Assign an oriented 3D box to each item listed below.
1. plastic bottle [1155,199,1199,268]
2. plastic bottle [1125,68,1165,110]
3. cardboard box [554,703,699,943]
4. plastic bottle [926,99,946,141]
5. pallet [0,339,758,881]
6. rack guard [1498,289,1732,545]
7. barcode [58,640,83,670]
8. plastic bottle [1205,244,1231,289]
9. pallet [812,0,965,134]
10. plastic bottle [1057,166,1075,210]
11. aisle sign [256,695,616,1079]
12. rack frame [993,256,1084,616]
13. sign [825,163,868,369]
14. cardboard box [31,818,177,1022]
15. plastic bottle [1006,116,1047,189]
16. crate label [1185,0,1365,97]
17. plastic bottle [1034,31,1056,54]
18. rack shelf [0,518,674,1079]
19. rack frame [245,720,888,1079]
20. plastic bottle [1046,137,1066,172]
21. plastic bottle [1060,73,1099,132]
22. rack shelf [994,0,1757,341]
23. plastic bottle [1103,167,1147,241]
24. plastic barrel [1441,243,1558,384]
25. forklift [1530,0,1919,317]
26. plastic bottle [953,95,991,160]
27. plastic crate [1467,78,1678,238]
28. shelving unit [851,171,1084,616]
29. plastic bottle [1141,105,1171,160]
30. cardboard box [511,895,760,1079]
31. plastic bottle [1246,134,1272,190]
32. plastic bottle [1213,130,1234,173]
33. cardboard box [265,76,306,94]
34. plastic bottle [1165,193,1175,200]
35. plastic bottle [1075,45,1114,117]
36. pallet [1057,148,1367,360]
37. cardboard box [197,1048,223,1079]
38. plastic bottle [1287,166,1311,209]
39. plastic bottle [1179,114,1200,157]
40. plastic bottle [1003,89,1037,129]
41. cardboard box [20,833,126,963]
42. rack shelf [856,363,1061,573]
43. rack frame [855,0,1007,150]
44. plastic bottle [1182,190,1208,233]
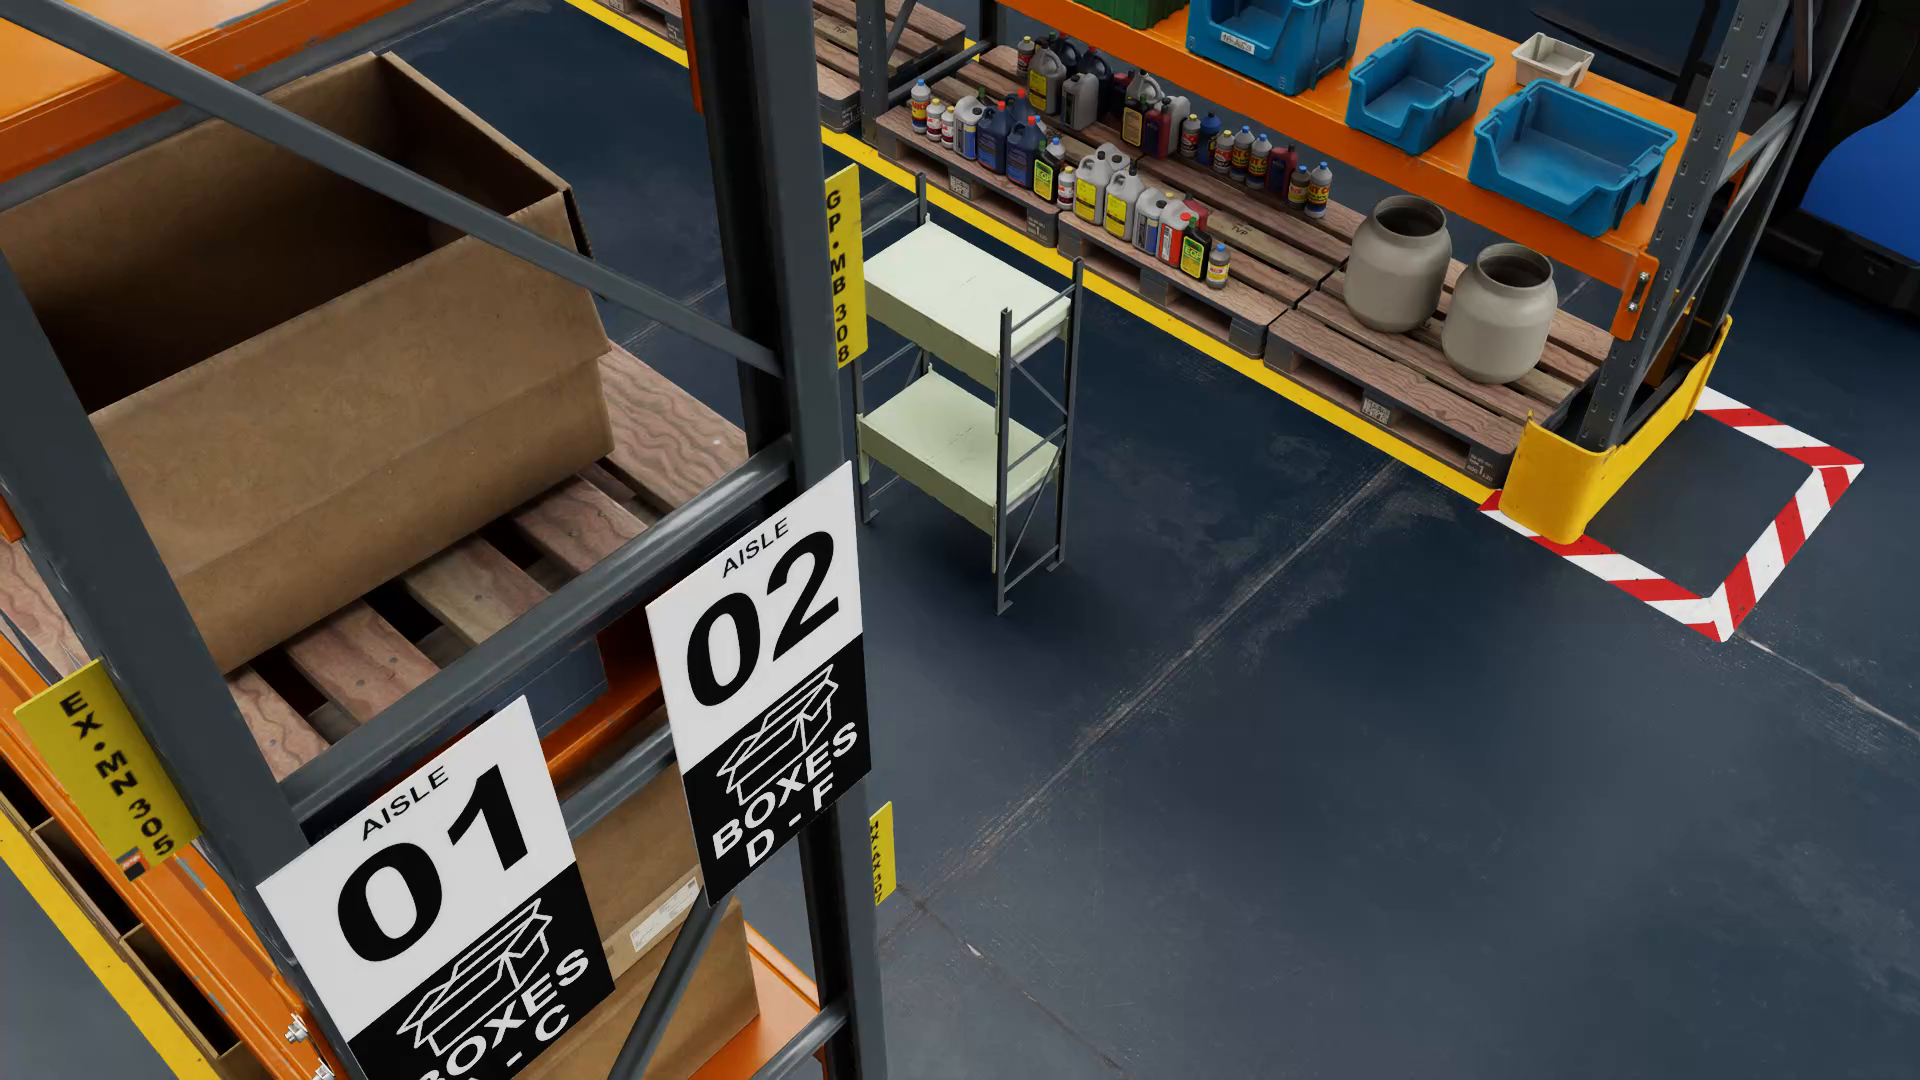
[{"bbox_3d":[0.995,-1.404,7.577,0.135,0.276,0.152,34,56,28],"label":"plastic bottle"},{"bbox_3d":[0.917,-2.176,8.251,0.185,0.351,0.144,34,55,27],"label":"plastic bottle"},{"bbox_3d":[-0.927,0.536,3.230,0.500,0.500,0.700,34,55,28],"label":"cardboard box"},{"bbox_3d":[-0.119,-2.101,8.283,0.097,0.201,0.097,0,47,0],"label":"plastic bottle"},{"bbox_3d":[-1.055,-0.081,2.772,1.213,0.211,1.003,34,55,28],"label":"pallet"},{"bbox_3d":[2.721,-0.530,6.905,0.348,0.500,1.175,34,55,28],"label":"rack guard"},{"bbox_3d":[-1.102,0.162,2.084,0.075,0.075,0.001,34,55,28],"label":"barcode"},{"bbox_3d":[1.162,-1.239,7.474,0.097,0.201,0.097,0,47,0],"label":"plastic bottle"},{"bbox_3d":[-0.734,-2.764,9.200,1.213,0.211,1.003,34,55,28],"label":"pallet"},{"bbox_3d":[0.512,-1.676,7.884,0.097,0.201,0.097,0,47,0],"label":"plastic bottle"},{"bbox_3d":[-0.704,0.579,2.366,0.004,0.787,0.394,34,55,28],"label":"aisle sign"},{"bbox_3d":[0.274,-0.329,6.030,0.023,1.500,0.400,34,55,28],"label":"rack frame"},{"bbox_3d":[-0.172,-0.369,2.327,0.005,0.325,0.100,34,55,28],"label":"sign"},{"bbox_3d":[-2.261,0.979,4.857,0.500,0.500,0.500,34,55,28],"label":"cardboard box"},{"bbox_3d":[0.320,-1.880,7.973,0.185,0.351,0.144,32,54,26],"label":"plastic bottle"},{"bbox_3d":[1.273,-2.150,6.687,0.616,0.435,0.502,34,55,28],"label":"crate label"},{"bbox_3d":[0.447,-2.511,8.611,0.061,0.283,0.133,-36,56,-29],"label":"plastic bottle"},{"bbox_3d":[-2.023,-0.491,3.589,4.000,0.370,1.077,34,55,28],"label":"rack shelf"},{"bbox_3d":[-0.553,1.279,3.492,0.127,3.000,1.000,34,55,28],"label":"rack frame"},{"bbox_3d":[0.453,-1.800,7.952,0.097,0.271,0.097,0,47,0],"label":"plastic bottle"},{"bbox_3d":[0.597,-2.218,8.342,0.135,0.276,0.152,34,55,28],"label":"plastic bottle"},{"bbox_3d":[1.339,-2.116,7.172,4.000,0.370,1.077,34,55,28],"label":"rack shelf"},{"bbox_3d":[0.769,-1.578,7.689,0.144,0.351,0.185,-36,56,-29],"label":"plastic bottle"},{"bbox_3d":[2.274,-0.950,7.003,0.421,0.512,0.421,0,47,0],"label":"plastic barrel"},{"bbox_3d":[3.988,-2.843,7.409,1.130,2.935,3.031,-35,56,-28],"label":"forklift"},{"bbox_3d":[0.063,-2.032,8.166,0.135,0.276,0.152,36,56,29],"label":"plastic bottle"},{"bbox_3d":[2.238,-1.409,6.118,0.616,0.251,0.499,34,55,28],"label":"plastic crate"},{"bbox_3d":[0.005,-0.510,6.200,0.755,1.500,0.431,34,55,28],"label":"shelving unit"},{"bbox_3d":[0.962,-2.013,8.144,0.133,0.283,0.061,34,55,28],"label":"plastic bottle"},{"bbox_3d":[-0.888,1.007,3.679,0.500,0.500,0.700,34,55,28],"label":"cardboard box"},{"bbox_3d":[1.436,-1.823,7.974,0.097,0.271,0.097,0,47,0],"label":"plastic bottle"},{"bbox_3d":[1.290,-1.897,8.091,0.097,0.201,0.097,0,47,0],"label":"plastic bottle"},{"bbox_3d":[-1.588,-0.942,3.066,0.500,0.500,0.500,34,55,28],"label":"cardboard box"},{"bbox_3d":[0.964,-1.523,7.740,0.097,0.201,0.097,0,47,0],"label":"plastic bottle"},{"bbox_3d":[0.679,-2.336,8.401,0.185,0.351,0.144,31,54,26],"label":"plastic bottle"},{"bbox_3d":[1.236,-1.439,7.956,1.213,0.211,1.003,34,55,28],"label":"pallet"},{"bbox_3d":[-1.892,1.482,4.899,0.500,0.250,0.500,34,55,28],"label":"cardboard box"},{"bbox_3d":[1.612,-1.680,7.888,0.097,0.201,0.097,0,47,0],"label":"plastic bottle"},{"bbox_3d":[1.139,-1.999,8.187,0.097,0.201,0.097,0,47,0],"label":"plastic bottle"},{"bbox_3d":[0.279,-2.051,8.133,0.185,0.351,0.144,34,55,28],"label":"plastic bottle"},{"bbox_3d":[-2.630,0.990,5.361,0.500,0.250,0.500,34,55,28],"label":"cardboard box"},{"bbox_3d":[0.005,-0.287,6.438,0.720,0.370,0.431,34,55,28],"label":"rack shelf"},{"bbox_3d":[-0.130,-3.351,7.839,0.127,3.000,1.000,34,55,28],"label":"rack frame"},{"bbox_3d":[1.067,-1.464,7.628,0.133,0.283,0.061,34,55,28],"label":"plastic bottle"}]
